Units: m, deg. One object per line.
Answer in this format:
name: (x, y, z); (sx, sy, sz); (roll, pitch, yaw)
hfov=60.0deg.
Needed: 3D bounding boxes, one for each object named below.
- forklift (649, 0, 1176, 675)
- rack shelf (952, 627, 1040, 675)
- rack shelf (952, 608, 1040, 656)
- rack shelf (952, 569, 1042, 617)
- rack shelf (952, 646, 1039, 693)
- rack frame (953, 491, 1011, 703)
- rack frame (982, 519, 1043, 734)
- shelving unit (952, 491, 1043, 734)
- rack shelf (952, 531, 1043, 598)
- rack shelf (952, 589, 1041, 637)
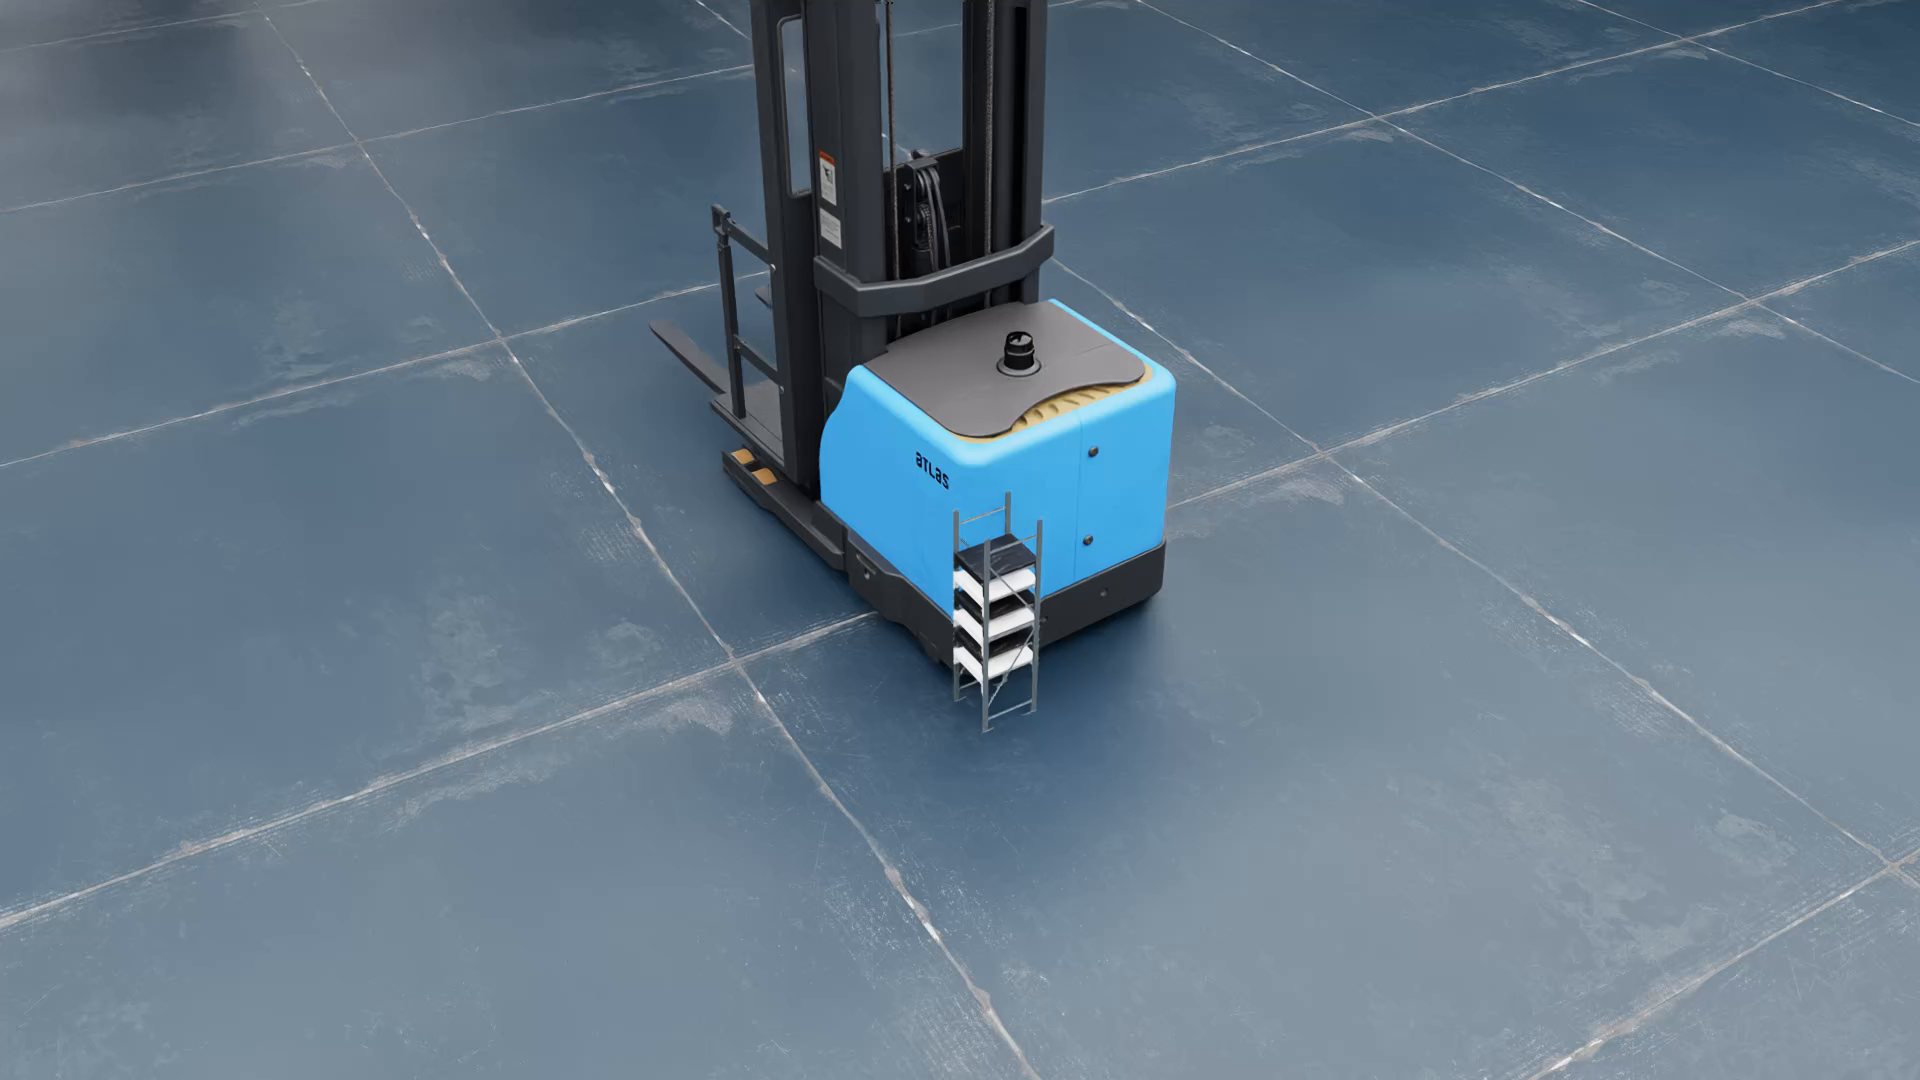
forklift: (-0.423, -1.486, 6.799); (1.130, 2.935, 3.031); (-23, 42, -28)
rack shelf: (0.133, 0.376, 6.182); (0.258, 0.077, 0.200); (-20, 41, -25)
rack shelf: (0.133, 0.303, 6.129); (0.258, 0.077, 0.200); (-20, 41, -25)
rack shelf: (0.133, 0.157, 6.023); (0.258, 0.077, 0.200); (-20, 41, -25)
rack shelf: (0.133, 0.448, 6.235); (0.258, 0.077, 0.200); (-20, 41, -25)
rack frame: (0.080, 0.225, 6.179); (0.240, 0.900, 0.006); (-20, 41, -25)
rack frame: (0.187, 0.327, 6.039); (0.240, 0.900, 0.006); (-20, 41, -25)
shelving unit: (0.133, 0.276, 6.109); (0.258, 0.900, 0.210); (-20, 41, -25)
rack shelf: (0.134, 0.085, 5.970); (0.258, 0.077, 0.200); (-20, 41, -25)
rack shelf: (0.133, 0.230, 6.076); (0.258, 0.077, 0.200); (-20, 41, -25)
